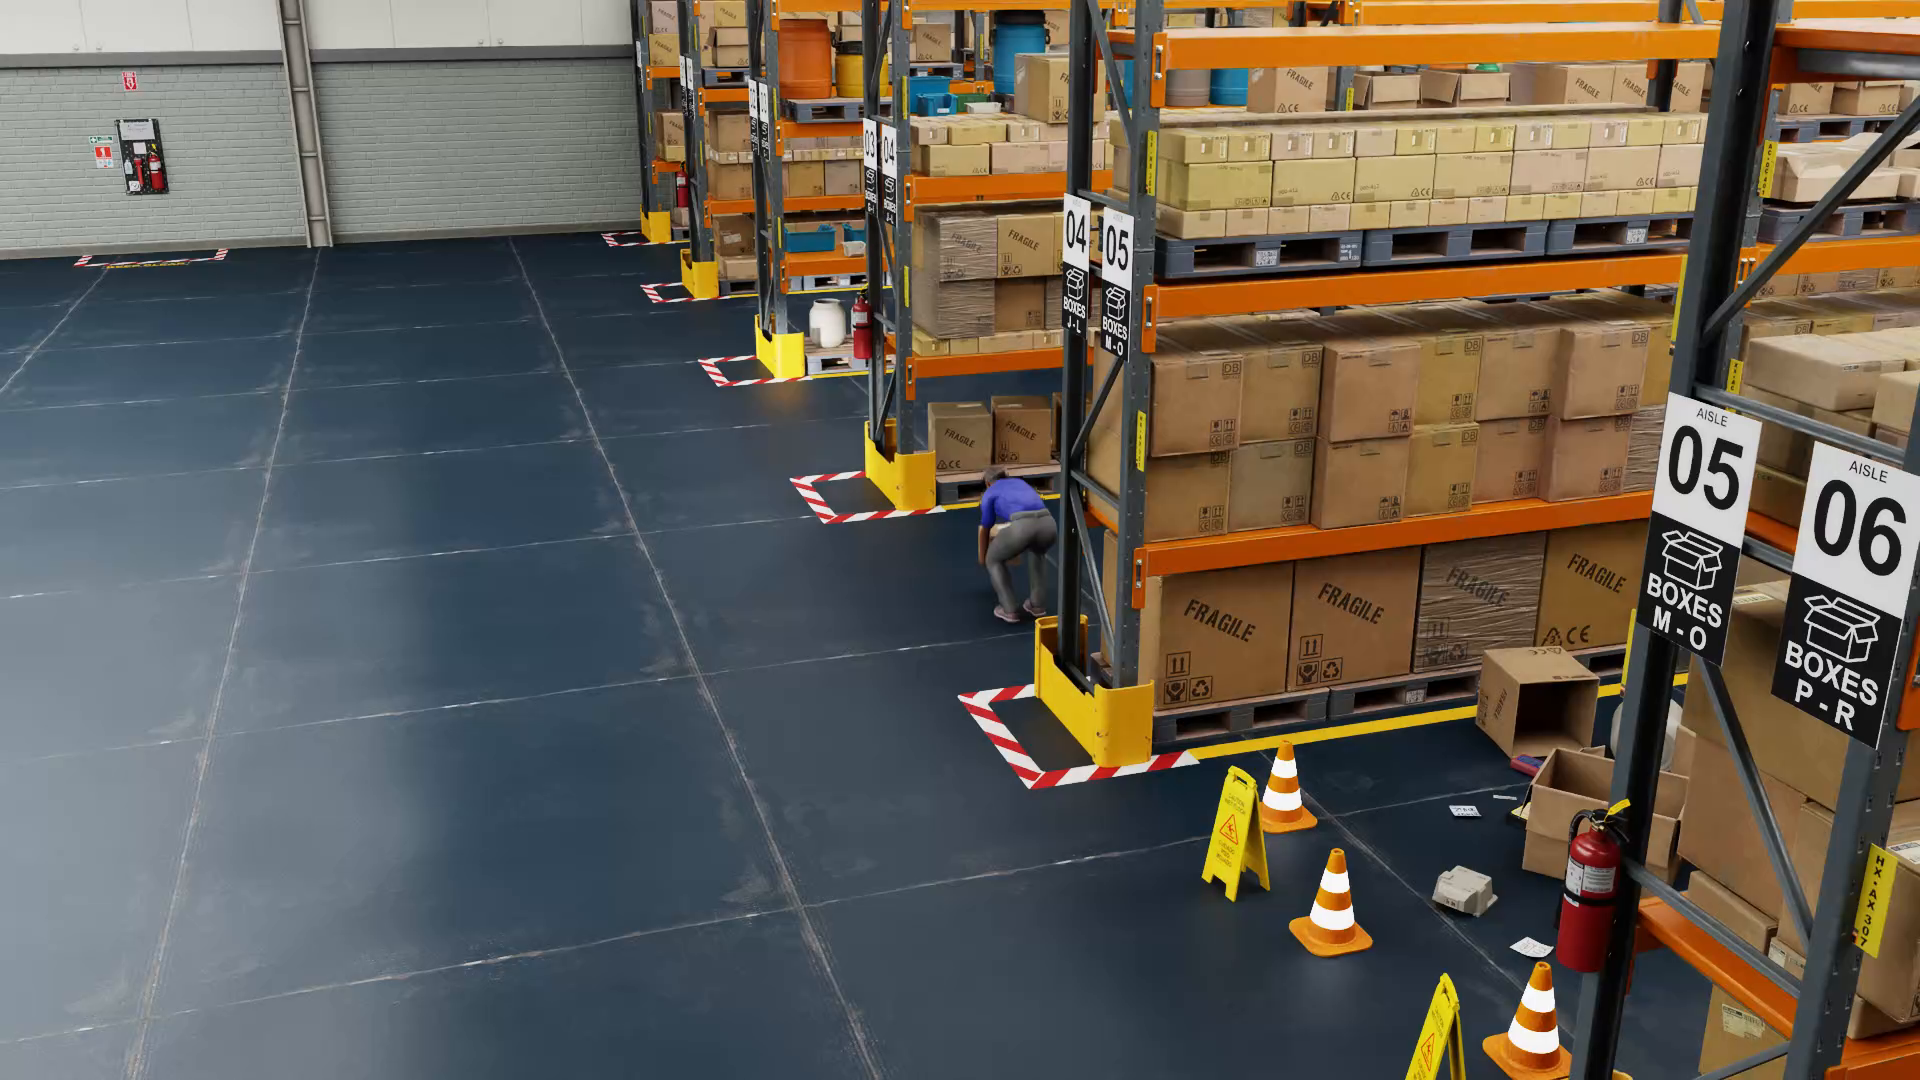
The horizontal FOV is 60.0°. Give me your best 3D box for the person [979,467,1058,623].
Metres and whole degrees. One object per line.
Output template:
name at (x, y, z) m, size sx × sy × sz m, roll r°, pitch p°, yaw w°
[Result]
person at (0.393, 0.034, 11.984) m, size 0.457 × 0.996 × 0.860 m, roll -7°, pitch 21°, yaw -20°
